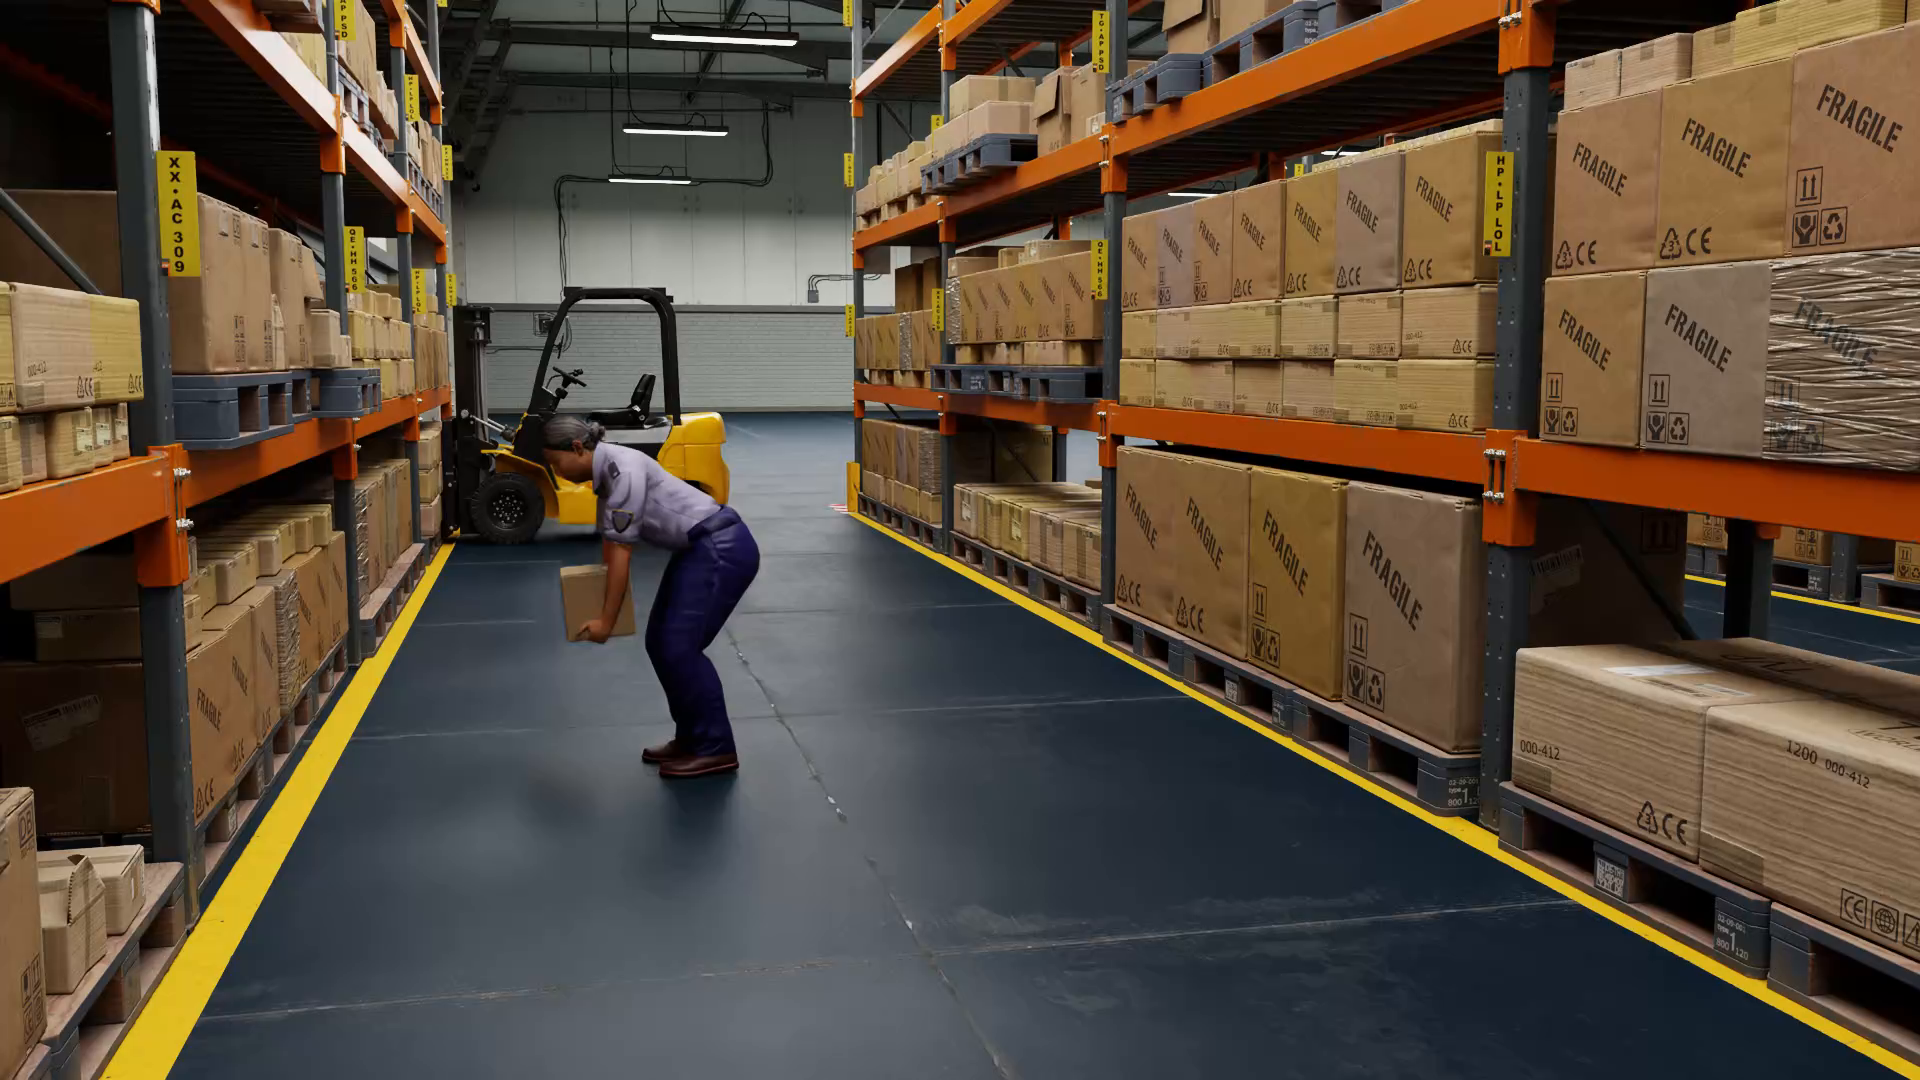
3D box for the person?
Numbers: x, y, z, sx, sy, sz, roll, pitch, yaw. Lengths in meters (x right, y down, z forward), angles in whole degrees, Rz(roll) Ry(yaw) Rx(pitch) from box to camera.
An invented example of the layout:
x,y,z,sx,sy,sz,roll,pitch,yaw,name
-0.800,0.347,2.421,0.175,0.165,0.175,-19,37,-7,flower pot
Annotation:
x,y,z,sx,sy,sz,roll,pitch,yaw,name
-1.161,0.203,6.285,0.794,1.353,0.455,-2,6,-15,person
